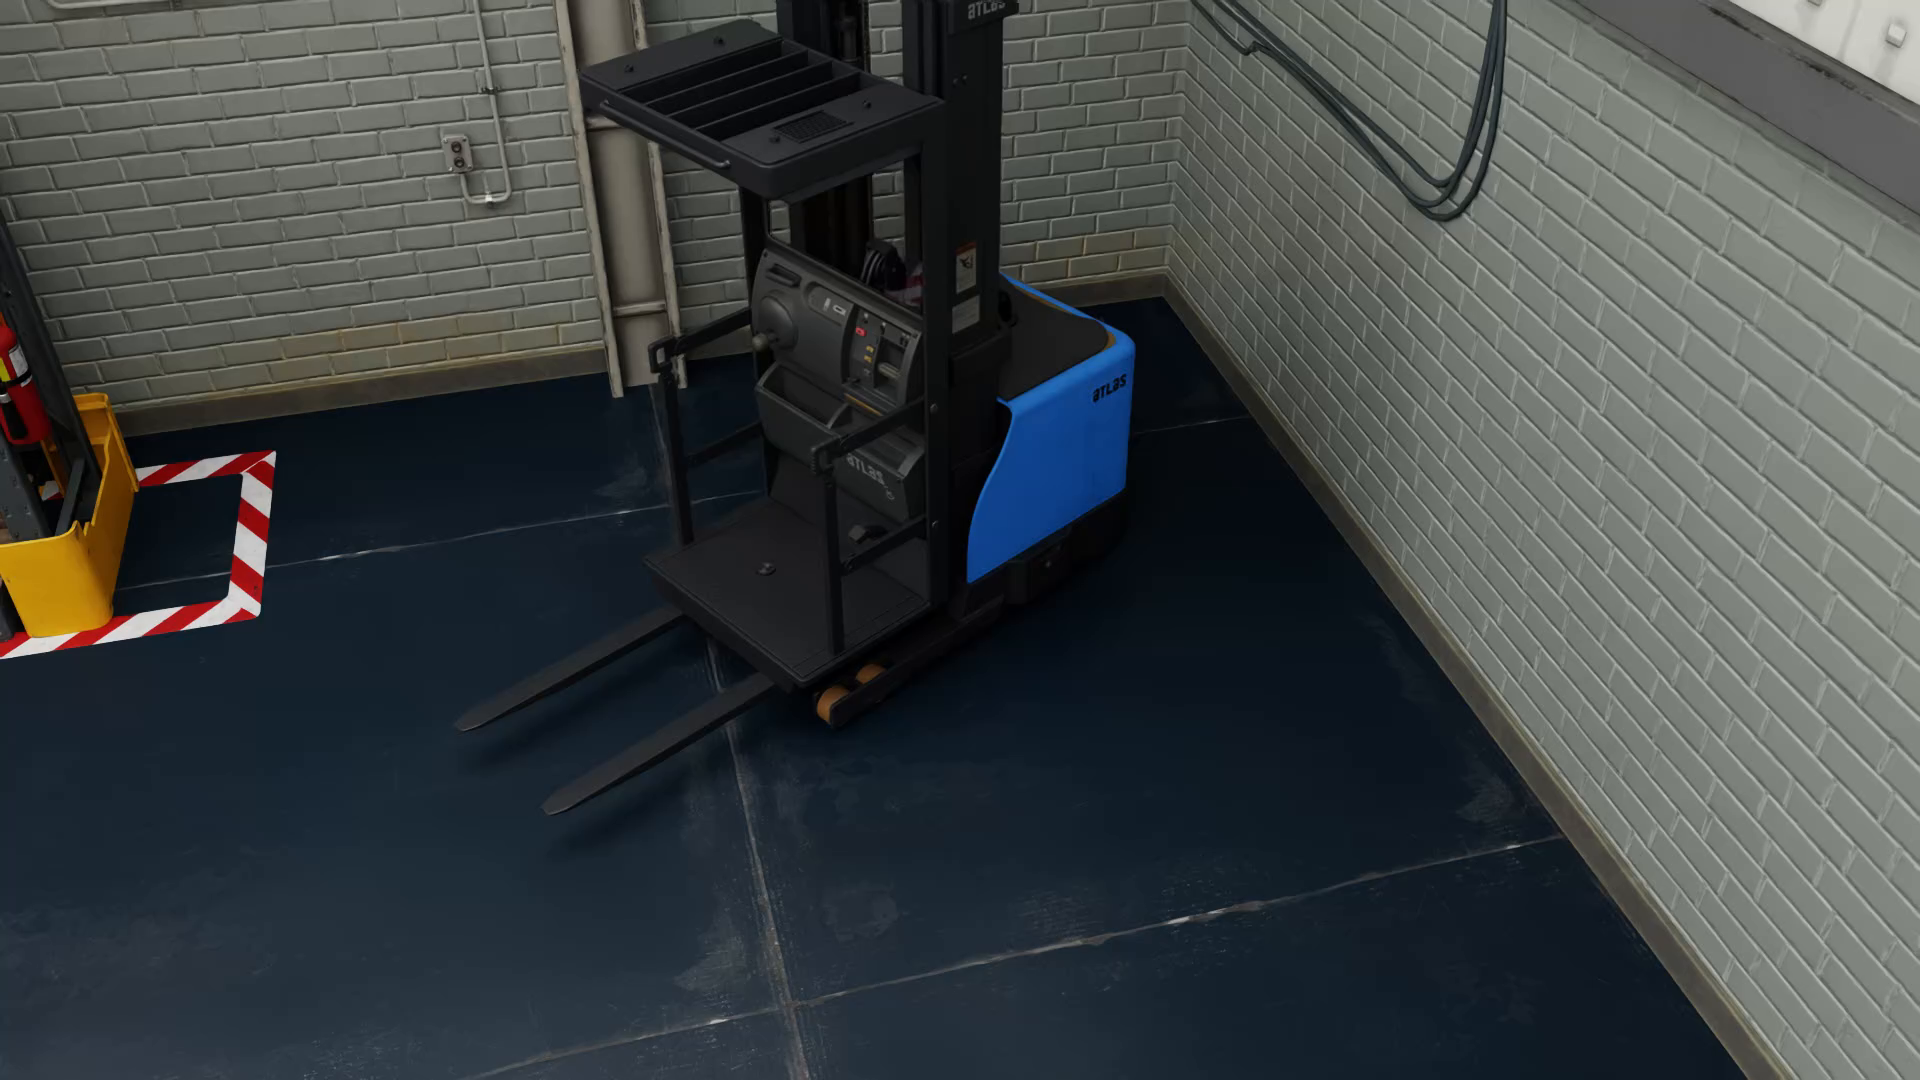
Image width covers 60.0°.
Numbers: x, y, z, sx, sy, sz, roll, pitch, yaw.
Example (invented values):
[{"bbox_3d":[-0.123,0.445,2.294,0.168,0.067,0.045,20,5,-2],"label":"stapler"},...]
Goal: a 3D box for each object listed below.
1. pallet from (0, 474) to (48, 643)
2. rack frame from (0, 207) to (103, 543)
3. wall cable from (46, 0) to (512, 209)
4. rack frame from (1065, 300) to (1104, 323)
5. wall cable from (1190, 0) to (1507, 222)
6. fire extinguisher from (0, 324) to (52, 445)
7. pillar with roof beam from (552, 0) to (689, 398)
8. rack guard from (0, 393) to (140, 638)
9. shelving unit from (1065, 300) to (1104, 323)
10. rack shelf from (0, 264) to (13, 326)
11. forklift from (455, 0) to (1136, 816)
[{"bbox_3d":[-4.801,0.156,7.372,1.213,0.211,1.003,-9,38,-12],"label":"pallet"},{"bbox_3d":[-4.050,-1.124,6.750,0.127,3.000,1.000,-9,38,-12],"label":"rack frame"},{"bbox_3d":[-3.060,-2.285,7.432,1.851,1.984,0.084,-9,38,-12],"label":"wall cable"},{"bbox_3d":[0.573,-0.703,7.928,0.006,0.900,0.240,-30,47,-33],"label":"rack frame"},{"bbox_3d":[1.504,-2.959,6.768,0.112,2.526,3.097,-9,38,-12],"label":"wall cable"},{"bbox_3d":[-3.784,-0.698,6.564,0.183,0.674,0.296,-9,38,-12],"label":"fire extinguisher"},{"bbox_3d":[-0.546,-1.916,2.849,0.400,9.000,9.100,-9,38,-12],"label":"pillar with roof beam"},{"bbox_3d":[-4.026,-0.135,7.515,0.348,0.500,1.175,-9,38,-12],"label":"rack guard"},{"bbox_3d":[0.500,-0.660,7.872,0.210,0.900,0.258,-30,47,-33],"label":"shelving unit"},{"bbox_3d":[-5.980,-0.521,6.555,4.000,0.370,1.077,-9,38,-12],"label":"rack shelf"},{"bbox_3d":[-0.641,-0.765,6.337,3.031,2.935,1.130,-30,47,-33],"label":"forklift"}]
